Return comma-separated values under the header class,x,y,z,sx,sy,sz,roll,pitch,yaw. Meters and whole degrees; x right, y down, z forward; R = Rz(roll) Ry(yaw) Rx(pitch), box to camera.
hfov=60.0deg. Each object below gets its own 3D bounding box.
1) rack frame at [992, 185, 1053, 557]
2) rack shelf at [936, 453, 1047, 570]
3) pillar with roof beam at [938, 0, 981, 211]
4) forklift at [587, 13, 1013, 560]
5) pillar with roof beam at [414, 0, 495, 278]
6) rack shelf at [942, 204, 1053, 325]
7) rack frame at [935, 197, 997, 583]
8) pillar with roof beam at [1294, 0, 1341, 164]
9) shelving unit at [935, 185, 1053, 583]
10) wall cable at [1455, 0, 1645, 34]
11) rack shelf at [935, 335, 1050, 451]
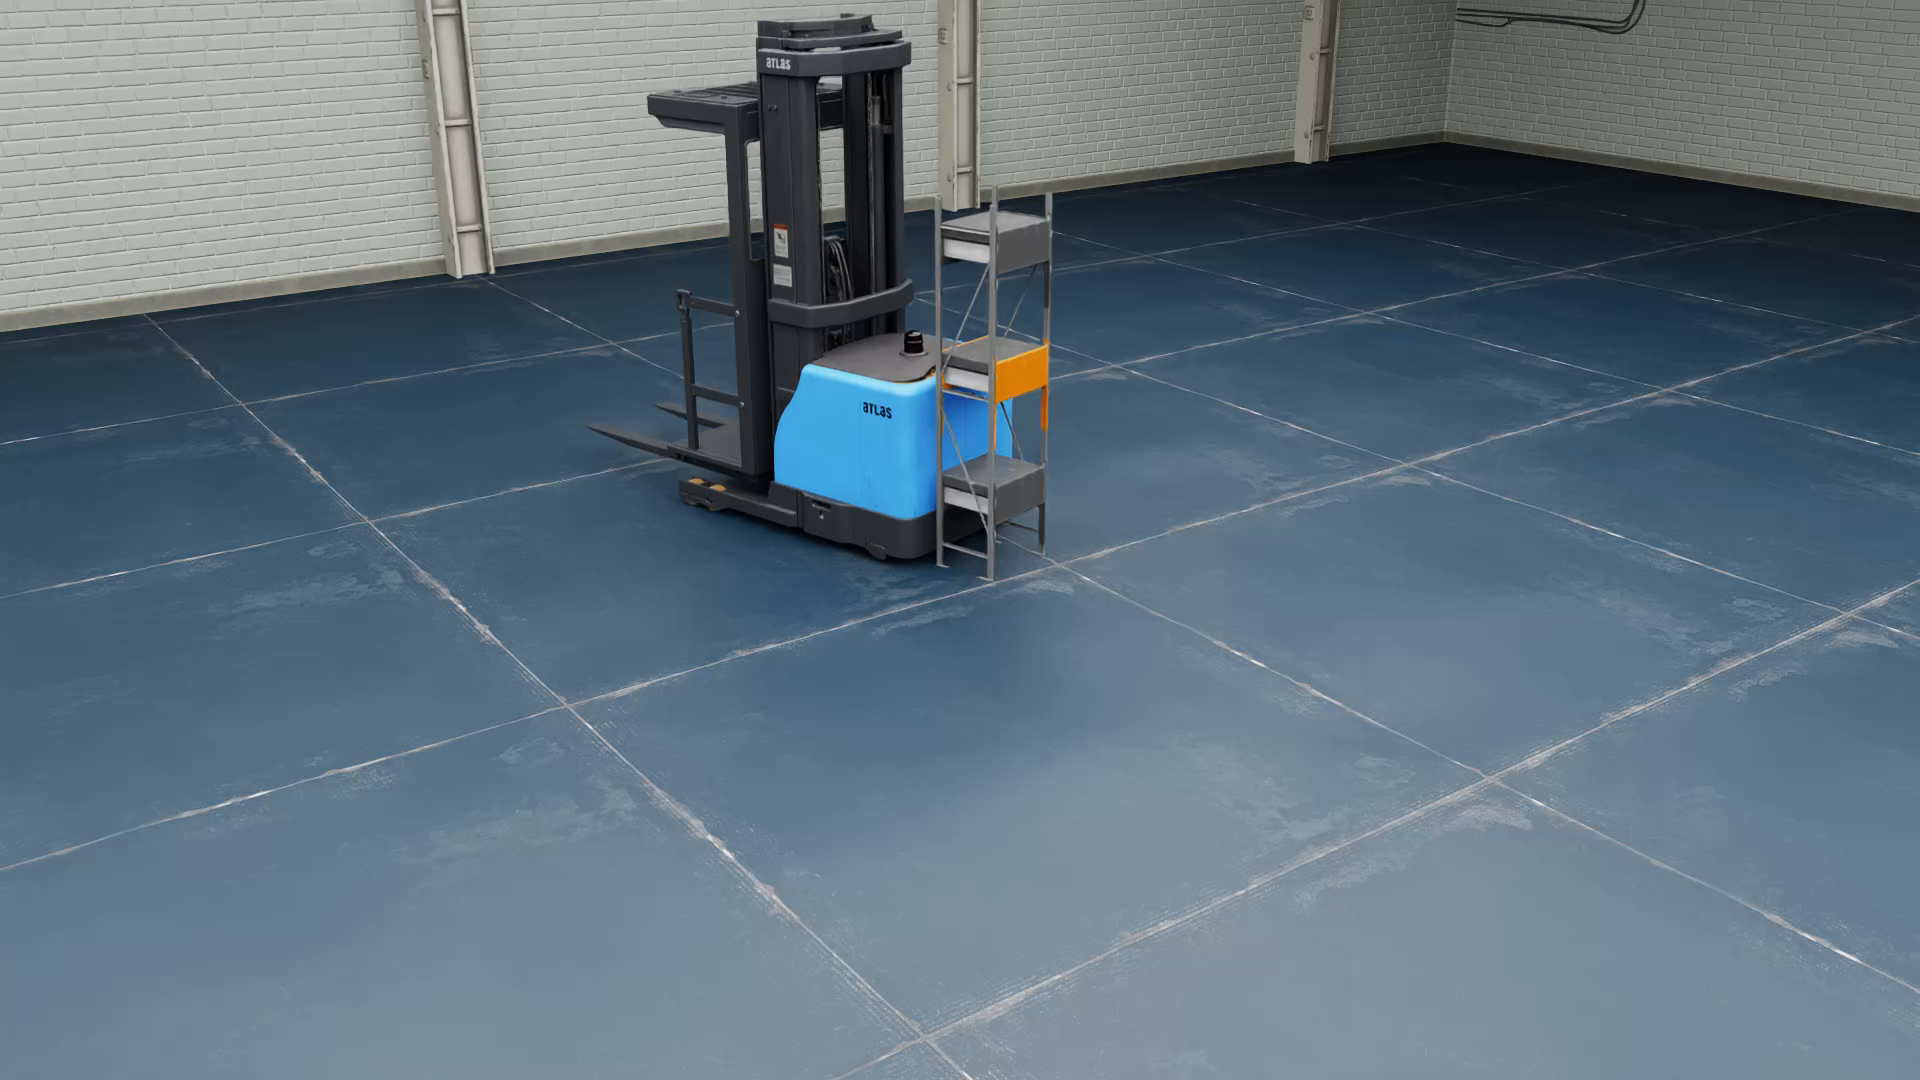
class,x,y,z,sx,sy,sz,roll,pitch,yaw
rack frame,0.334,-0.924,9.378,0.400,2.100,0.015,17,27,36
rack shelf,0.181,-0.190,9.466,0.431,0.518,0.480,17,27,36
pillar with roof beam,2.509,-6.845,14.908,0.400,9.000,9.100,-15,26,-33
forklift,-1.137,-1.673,10.134,3.031,2.935,1.130,17,27,36
pillar with roof beam,-2.362,-5.546,11.653,0.400,9.000,9.100,-15,26,-33
rack shelf,0.181,-1.491,8.947,0.431,0.518,0.480,17,27,36
rack frame,0.028,-0.783,9.024,0.400,2.100,0.015,17,27,36
pillar with roof beam,7.379,-8.143,18.162,0.400,9.000,9.100,-15,26,-33
shelving unit,0.181,-0.853,9.201,0.431,2.100,0.503,17,27,36
wall cable,8.029,-8.236,22.585,0.112,2.526,3.097,-15,26,-33
rack shelf,0.181,-0.840,9.206,0.431,0.518,0.480,17,27,36
